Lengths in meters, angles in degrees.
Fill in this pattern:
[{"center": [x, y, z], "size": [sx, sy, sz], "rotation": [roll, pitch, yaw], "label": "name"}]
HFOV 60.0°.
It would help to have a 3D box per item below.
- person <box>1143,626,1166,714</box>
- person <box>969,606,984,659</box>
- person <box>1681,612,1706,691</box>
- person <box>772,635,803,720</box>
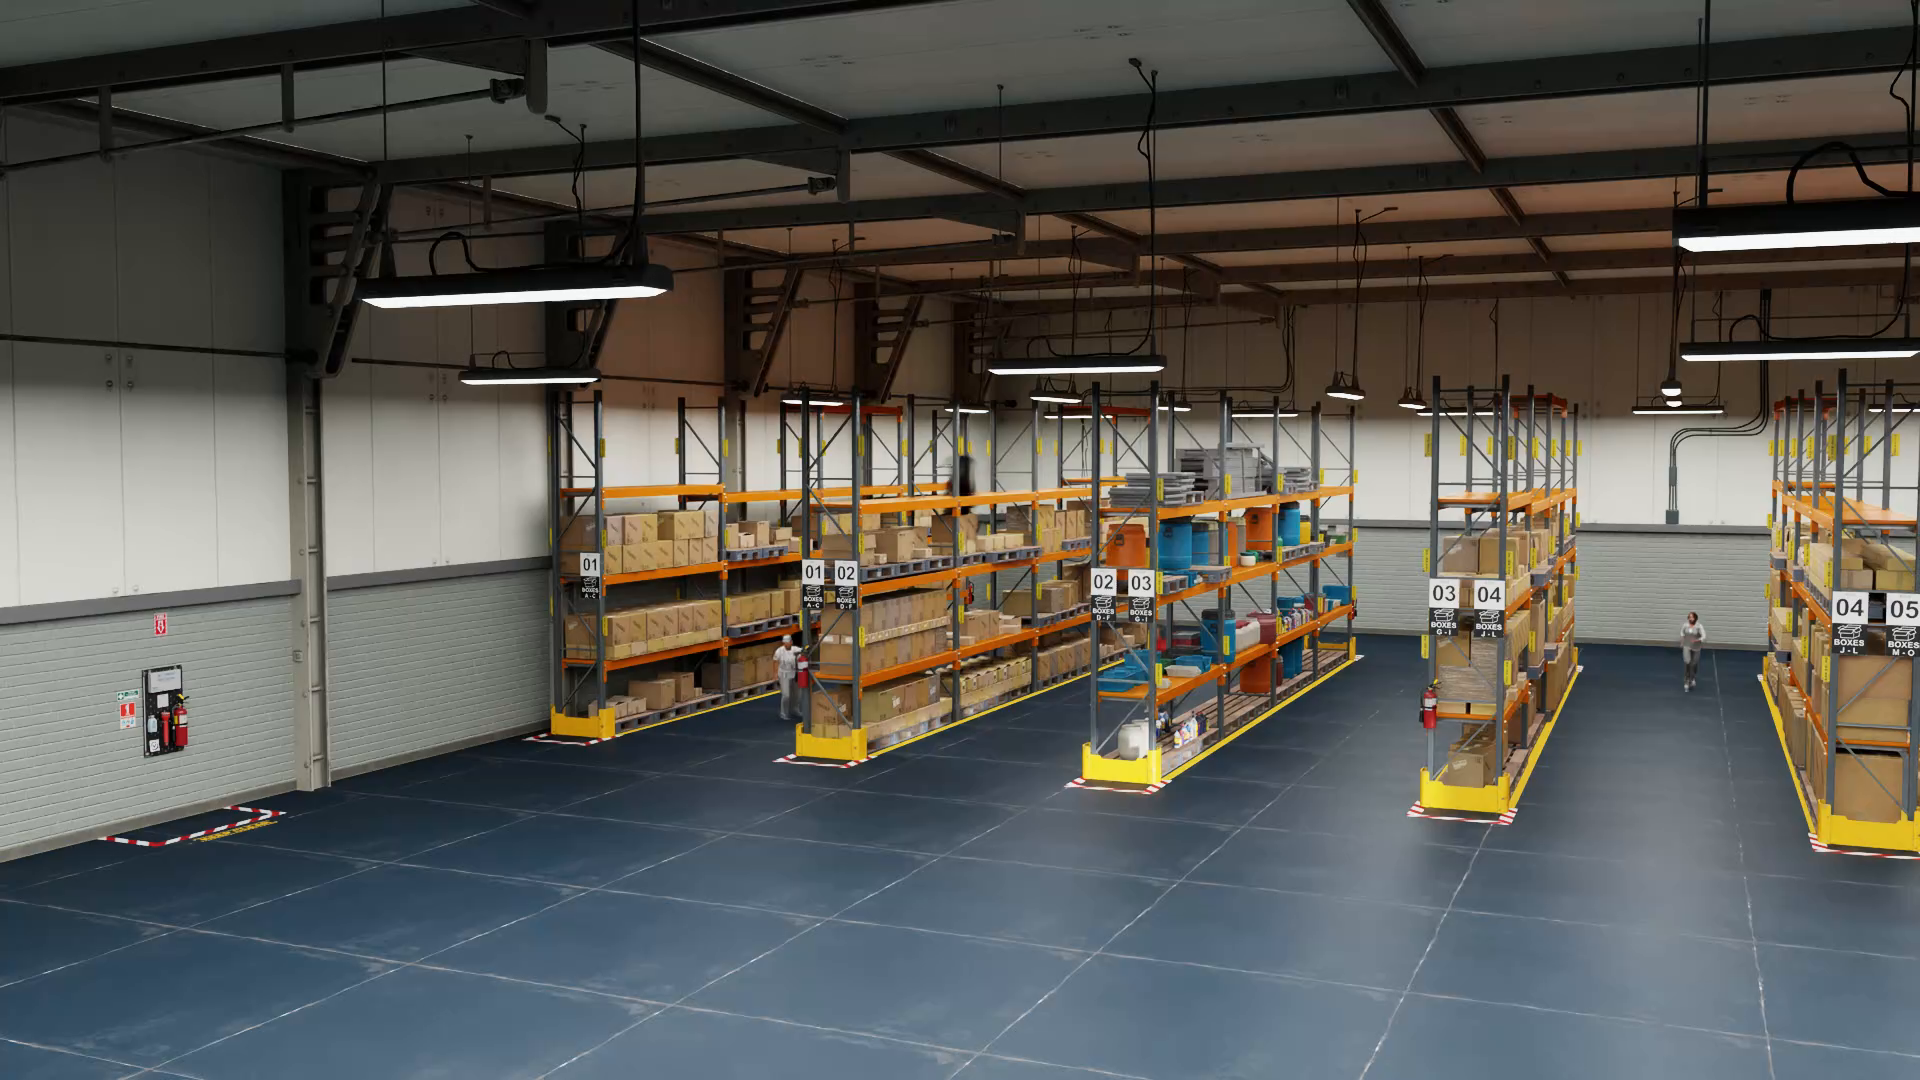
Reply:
[{"center": [3.706, 2.435, 31.339], "size": [0.725, 1.649, 0.809], "rotation": [-2, 4, -32], "label": "person"}, {"center": [0.345, 2.213, 36.590], "size": [0.606, 1.541, 0.820], "rotation": [1, 3, 15], "label": "person"}, {"center": [15.177, 2.299, 34.439], "size": [0.496, 1.641, 0.778], "rotation": [2, 4, 26], "label": "person"}, {"center": [-3.101, 2.550, 30.715], "size": [0.635, 1.643, 0.811], "rotation": [-2, 4, -27], "label": "person"}]
